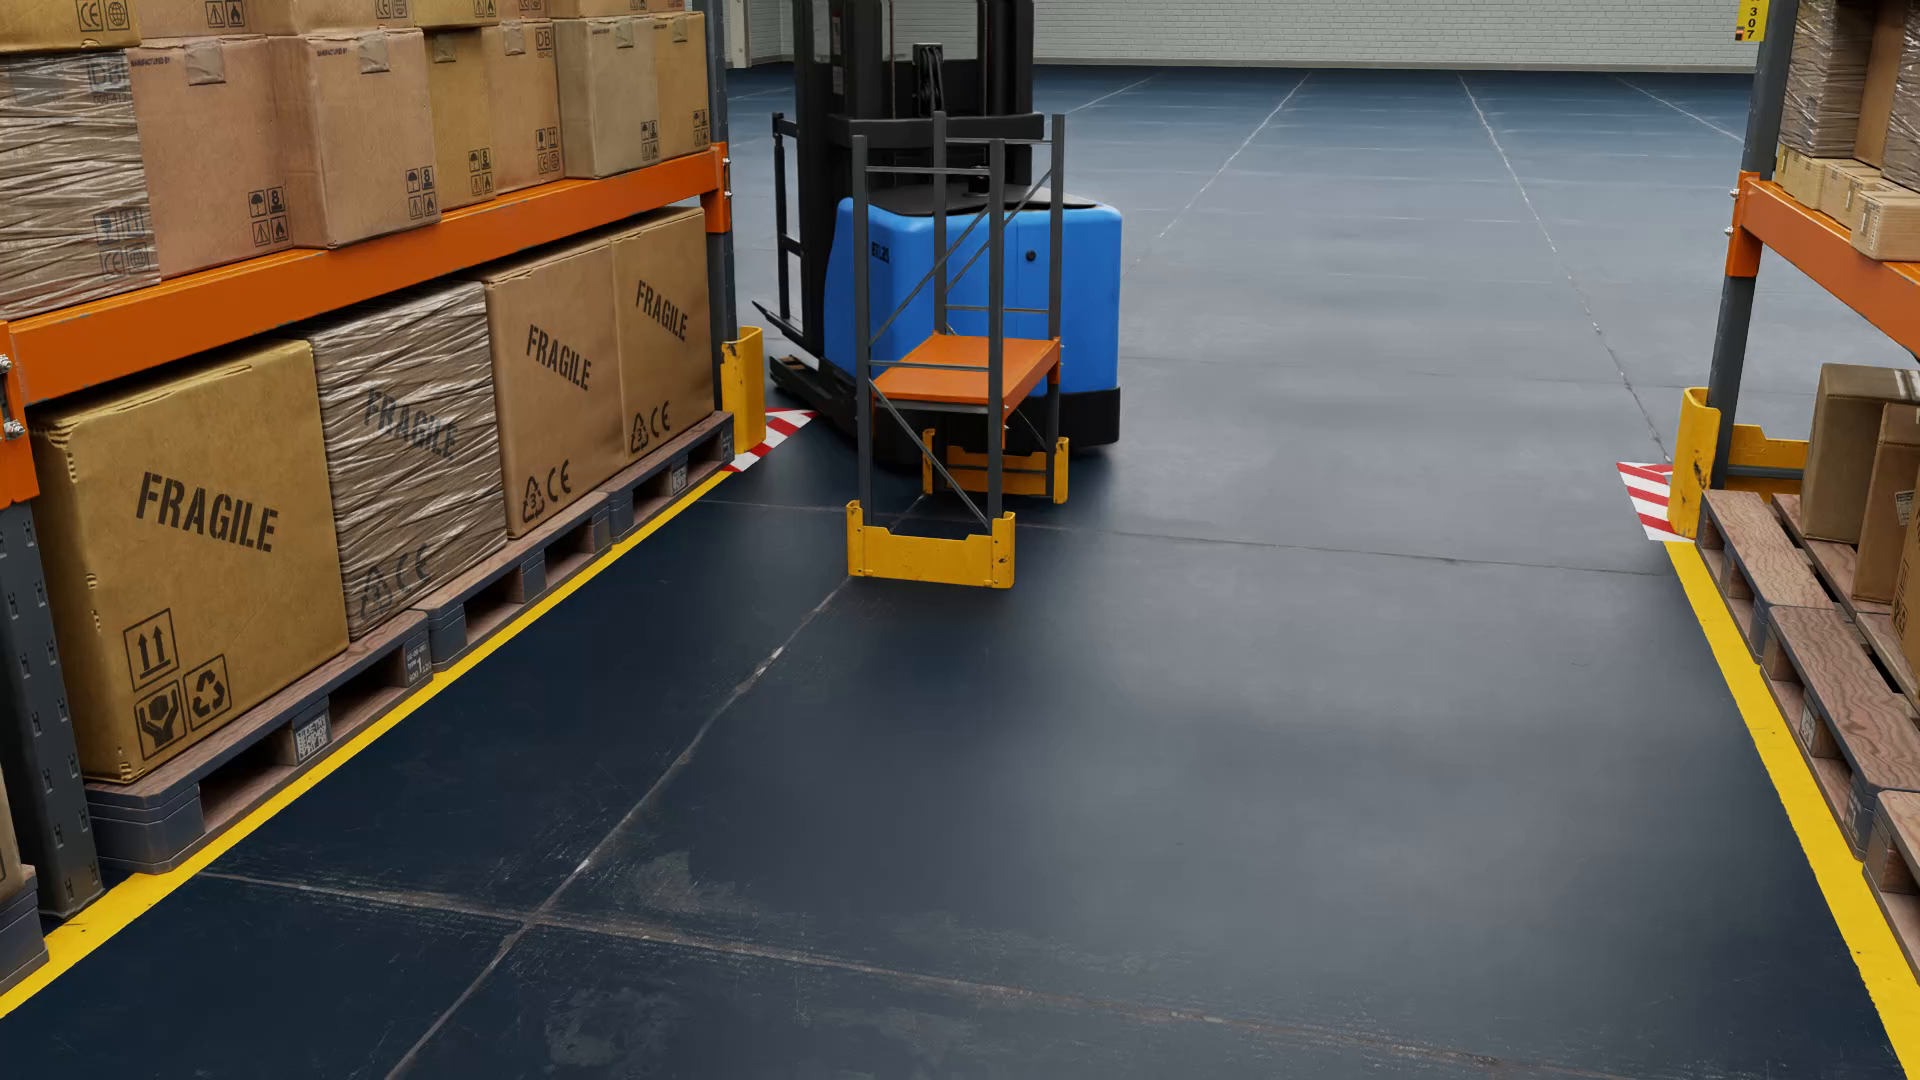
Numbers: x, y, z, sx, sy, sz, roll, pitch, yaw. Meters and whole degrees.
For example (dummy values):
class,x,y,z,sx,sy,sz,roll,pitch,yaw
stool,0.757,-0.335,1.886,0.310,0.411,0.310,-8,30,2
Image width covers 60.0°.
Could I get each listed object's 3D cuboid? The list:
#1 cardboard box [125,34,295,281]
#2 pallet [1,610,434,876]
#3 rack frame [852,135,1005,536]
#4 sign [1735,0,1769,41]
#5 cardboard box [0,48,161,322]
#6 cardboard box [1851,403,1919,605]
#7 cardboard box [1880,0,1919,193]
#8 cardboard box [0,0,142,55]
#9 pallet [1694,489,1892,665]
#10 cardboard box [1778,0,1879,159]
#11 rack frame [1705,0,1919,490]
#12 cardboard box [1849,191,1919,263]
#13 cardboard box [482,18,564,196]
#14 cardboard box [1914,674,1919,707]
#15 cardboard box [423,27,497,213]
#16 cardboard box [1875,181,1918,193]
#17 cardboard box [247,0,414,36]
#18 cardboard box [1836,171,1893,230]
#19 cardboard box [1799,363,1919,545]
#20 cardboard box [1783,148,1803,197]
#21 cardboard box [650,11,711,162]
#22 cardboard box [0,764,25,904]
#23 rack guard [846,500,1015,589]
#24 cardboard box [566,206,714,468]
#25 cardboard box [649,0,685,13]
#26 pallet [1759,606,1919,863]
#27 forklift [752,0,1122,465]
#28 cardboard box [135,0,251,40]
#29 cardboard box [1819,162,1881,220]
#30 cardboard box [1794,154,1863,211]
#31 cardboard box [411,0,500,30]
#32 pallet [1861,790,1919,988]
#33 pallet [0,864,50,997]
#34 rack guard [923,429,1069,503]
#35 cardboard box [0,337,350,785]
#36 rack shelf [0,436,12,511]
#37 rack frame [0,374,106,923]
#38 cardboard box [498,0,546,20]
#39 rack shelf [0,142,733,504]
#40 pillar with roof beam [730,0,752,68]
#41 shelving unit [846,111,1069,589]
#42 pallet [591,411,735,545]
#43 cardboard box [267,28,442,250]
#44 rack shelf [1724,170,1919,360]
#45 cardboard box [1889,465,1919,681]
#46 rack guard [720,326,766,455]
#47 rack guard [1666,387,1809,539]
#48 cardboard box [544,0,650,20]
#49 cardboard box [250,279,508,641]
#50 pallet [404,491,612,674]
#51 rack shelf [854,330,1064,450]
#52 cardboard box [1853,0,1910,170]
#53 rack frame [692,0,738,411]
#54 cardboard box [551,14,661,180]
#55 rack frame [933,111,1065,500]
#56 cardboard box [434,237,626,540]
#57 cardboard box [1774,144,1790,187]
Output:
class,x,y,z,sx,sy,sz,roll,pitch,yaw
cardboard box,-2.265,-0.989,4.210,0.875,0.550,0.550,5,19,13
pallet,-2.194,0.460,4.514,1.003,0.211,1.213,5,19,13
rack frame,-0.103,-0.577,5.557,0.500,1.500,0.032,5,19,13
sign,2.780,-1.910,5.800,0.100,0.325,0.005,5,19,13
cardboard box,-2.378,-0.815,3.700,0.875,0.550,0.550,5,19,13
cardboard box,3.024,-0.089,5.025,0.500,0.500,0.500,10,21,28
cardboard box,2.975,-1.156,4.316,0.875,0.500,0.500,5,19,13
cardboard box,-2.333,-1.322,3.515,0.875,0.550,0.550,5,19,13
pallet,3.055,0.138,5.458,1.003,0.211,1.213,5,19,13
cardboard box,3.145,-1.475,5.252,0.875,0.500,0.500,5,19,13
rack frame,3.306,-1.458,5.814,1.000,3.000,0.127,5,19,13
cardboard box,2.545,-0.806,4.294,0.380,0.149,0.250,5,19,13
cardboard box,-1.897,-1.492,5.684,0.875,0.550,0.550,5,19,13
cardboard box,2.673,0.277,3.953,0.500,0.500,0.500,3,19,9
cardboard box,-1.987,-1.323,5.188,0.875,0.550,0.500,5,19,13
cardboard box,2.706,-0.876,4.500,0.380,0.149,0.250,5,19,13
cardboard box,-2.046,-1.662,4.510,0.875,0.550,0.550,5,19,13
cardboard box,2.741,-0.956,4.736,0.380,0.149,0.250,5,19,13
cardboard box,3.137,-0.279,5.581,0.500,0.500,0.500,9,21,23
cardboard box,2.926,-1.191,5.423,0.380,0.149,0.250,5,19,13
cardboard box,-1.526,-1.832,6.679,0.875,0.550,0.550,5,19,13
cardboard box,-2.521,0.440,3.089,1.050,0.750,0.750,5,19,13
rack guard,-0.103,0.014,5.760,0.587,0.250,0.087,5,19,13
cardboard box,-1.580,-0.856,6.692,0.875,0.875,0.875,5,19,14
cardboard box,-1.607,-2.350,6.523,0.875,0.550,0.550,5,19,13
pallet,2.755,0.519,4.342,1.003,0.211,1.213,5,19,13
forklift,-0.318,-2.135,7.905,1.130,2.935,3.031,-7,20,-20
cardboard box,-2.311,-1.504,4.047,0.875,0.550,0.550,5,19,13
cardboard box,2.809,-1.034,4.963,0.380,0.149,0.250,5,19,13
cardboard box,2.850,-1.114,5.198,0.380,0.149,0.250,5,19,13
cardboard box,-1.924,-1.829,4.999,0.875,0.550,0.500,5,19,13
pallet,2.459,0.902,3.219,1.003,0.211,1.213,5,19,13
pallet,-2.572,0.940,3.108,1.003,0.211,1.213,5,19,13
rack guard,0.140,-0.298,6.674,0.587,0.250,0.087,5,19,13
cardboard box,-2.235,-0.012,4.220,0.875,0.875,0.875,5,19,14
rack shelf,-2.945,0.340,1.664,1.077,0.370,4.000,5,19,13
rack frame,-2.456,-0.627,3.383,1.000,3.000,0.127,5,19,13
cardboard box,-1.921,-2.005,5.515,0.875,0.550,0.550,5,19,13
rack shelf,-1.968,-0.914,5.335,1.077,0.370,4.000,5,19,13
pillar with roof beam,-0.657,-14.386,34.383,9.100,9.000,0.400,5,19,13
shelving unit,0.019,-0.734,6.015,0.587,1.500,1.083,5,19,13
pallet,-1.598,-0.305,6.753,1.003,0.211,1.213,5,19,13
cardboard box,-2.019,-1.149,4.679,0.875,0.550,0.550,5,19,13
rack shelf,2.817,-0.490,4.095,1.077,0.370,4.000,5,19,13
cardboard box,2.853,0.106,4.455,0.500,0.500,0.500,7,20,18
rack guard,-1.473,-0.706,7.480,1.175,0.500,0.348,5,19,13
rack guard,3.288,-0.251,6.149,1.175,0.500,0.348,5,19,13
cardboard box,-1.652,-2.170,5.997,0.875,0.550,0.550,5,19,13
cardboard box,-2.018,-0.295,5.048,0.875,0.875,0.875,5,19,14
pallet,-1.898,0.077,5.637,1.003,0.211,1.213,5,19,13
rack shelf,0.021,-0.566,6.082,0.538,0.185,1.000,5,19,13
cardboard box,3.139,-1.309,4.765,0.875,0.500,0.500,5,19,13
rack frame,-1.479,-1.881,7.054,1.000,3.000,0.127,5,19,13
cardboard box,-1.639,-1.658,6.169,0.875,0.550,0.550,5,19,13
rack frame,0.145,-0.896,6.490,0.500,1.500,0.032,5,19,13
cardboard box,-1.793,-0.581,5.884,0.875,0.875,0.875,4,19,13
cardboard box,3.005,-1.268,5.648,0.380,0.149,0.250,5,19,13
